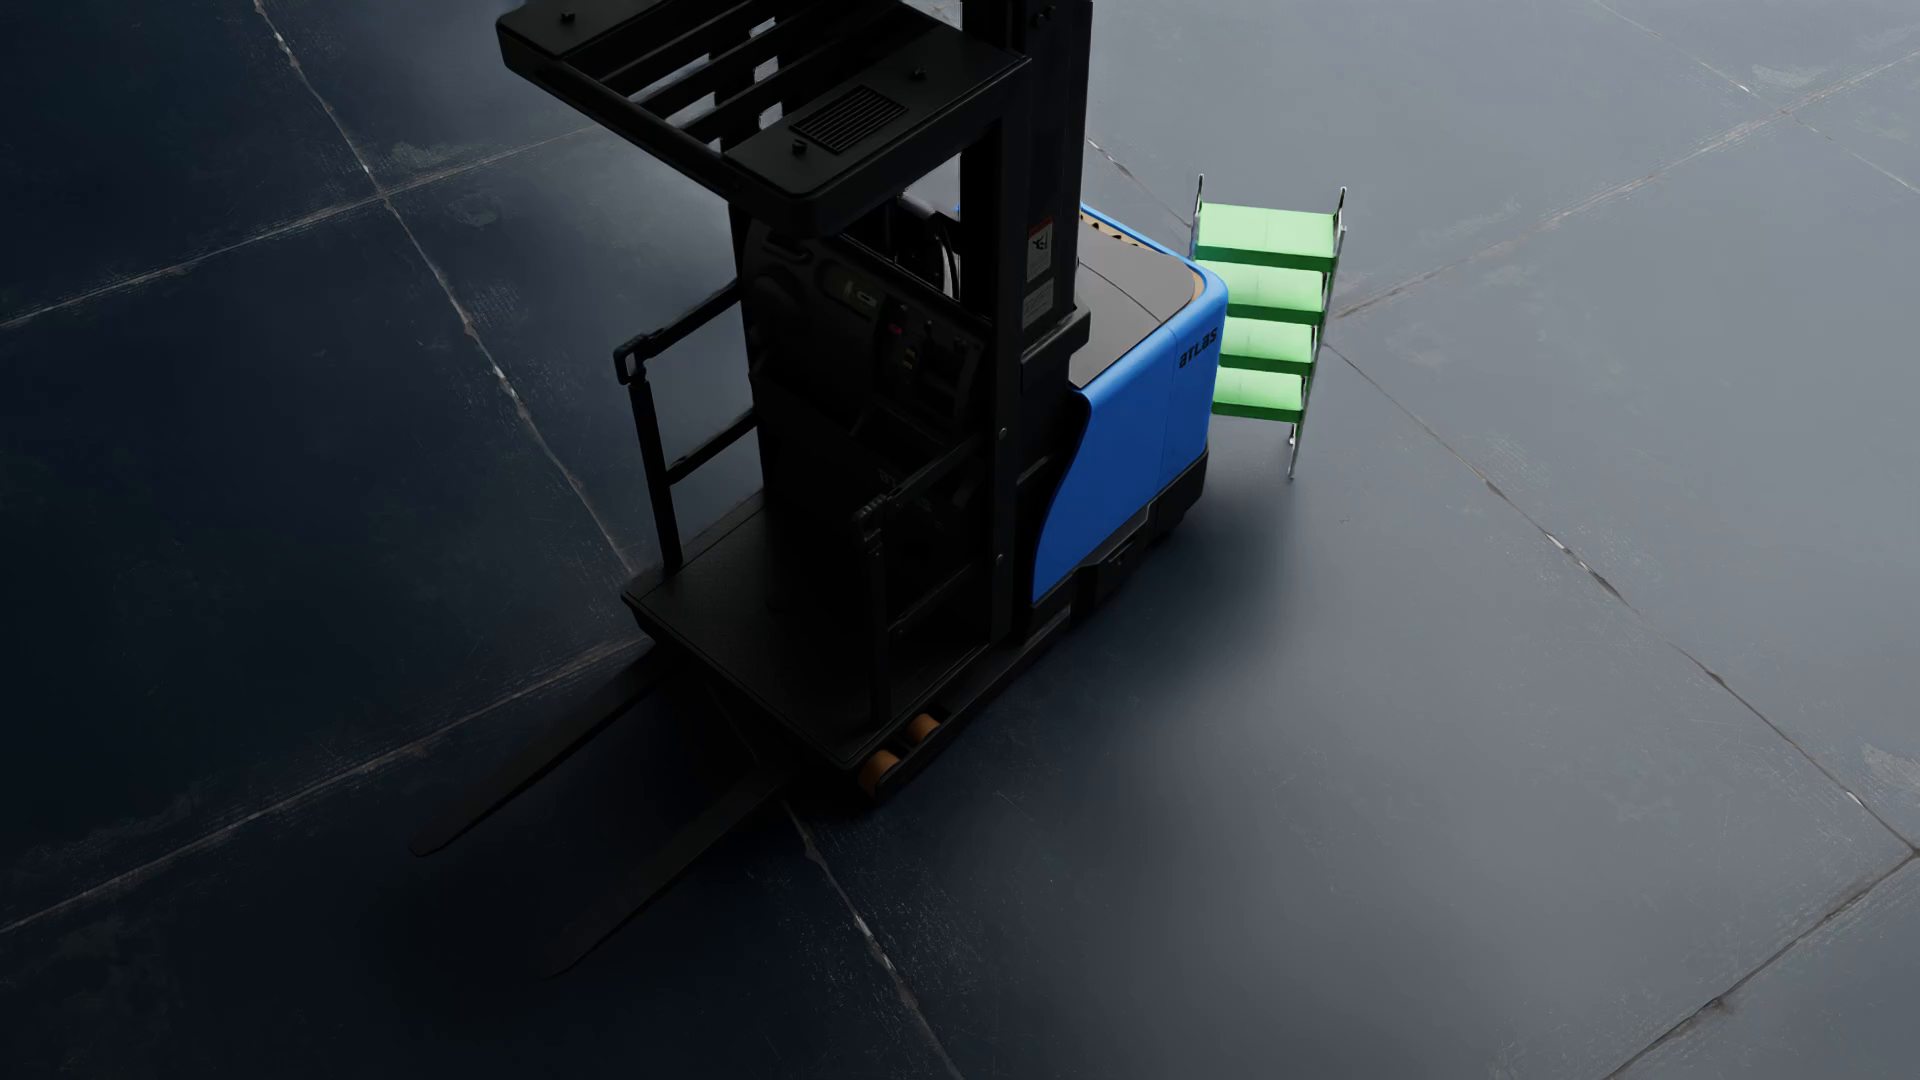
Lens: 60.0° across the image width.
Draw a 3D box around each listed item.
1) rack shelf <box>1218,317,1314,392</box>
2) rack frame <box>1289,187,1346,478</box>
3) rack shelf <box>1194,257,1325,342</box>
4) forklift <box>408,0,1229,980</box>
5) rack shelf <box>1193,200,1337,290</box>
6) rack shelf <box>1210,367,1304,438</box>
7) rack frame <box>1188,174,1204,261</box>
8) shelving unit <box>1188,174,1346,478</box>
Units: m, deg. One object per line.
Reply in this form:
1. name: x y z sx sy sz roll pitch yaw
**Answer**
1. rack shelf: 1.062 -0.713 6.167 0.480 0.148 0.258 7 49 6
2. rack frame: 1.303 -0.728 6.095 0.015 1.200 0.240 7 49 6
3. rack shelf: 1.062 -0.872 5.988 0.480 0.148 0.258 7 49 6
4. forklift: -0.437 -0.556 4.783 1.130 2.935 3.031 34 57 26
5. rack shelf: 1.062 -1.032 5.808 0.480 0.148 0.258 7 49 6
6. rack shelf: 1.062 -0.553 6.346 0.480 0.148 0.258 7 49 6
7. rack frame: 0.821 -0.783 6.144 0.015 1.200 0.240 7 49 6
8. shelving unit: 1.062 -0.755 6.119 0.503 1.200 0.258 7 49 6
